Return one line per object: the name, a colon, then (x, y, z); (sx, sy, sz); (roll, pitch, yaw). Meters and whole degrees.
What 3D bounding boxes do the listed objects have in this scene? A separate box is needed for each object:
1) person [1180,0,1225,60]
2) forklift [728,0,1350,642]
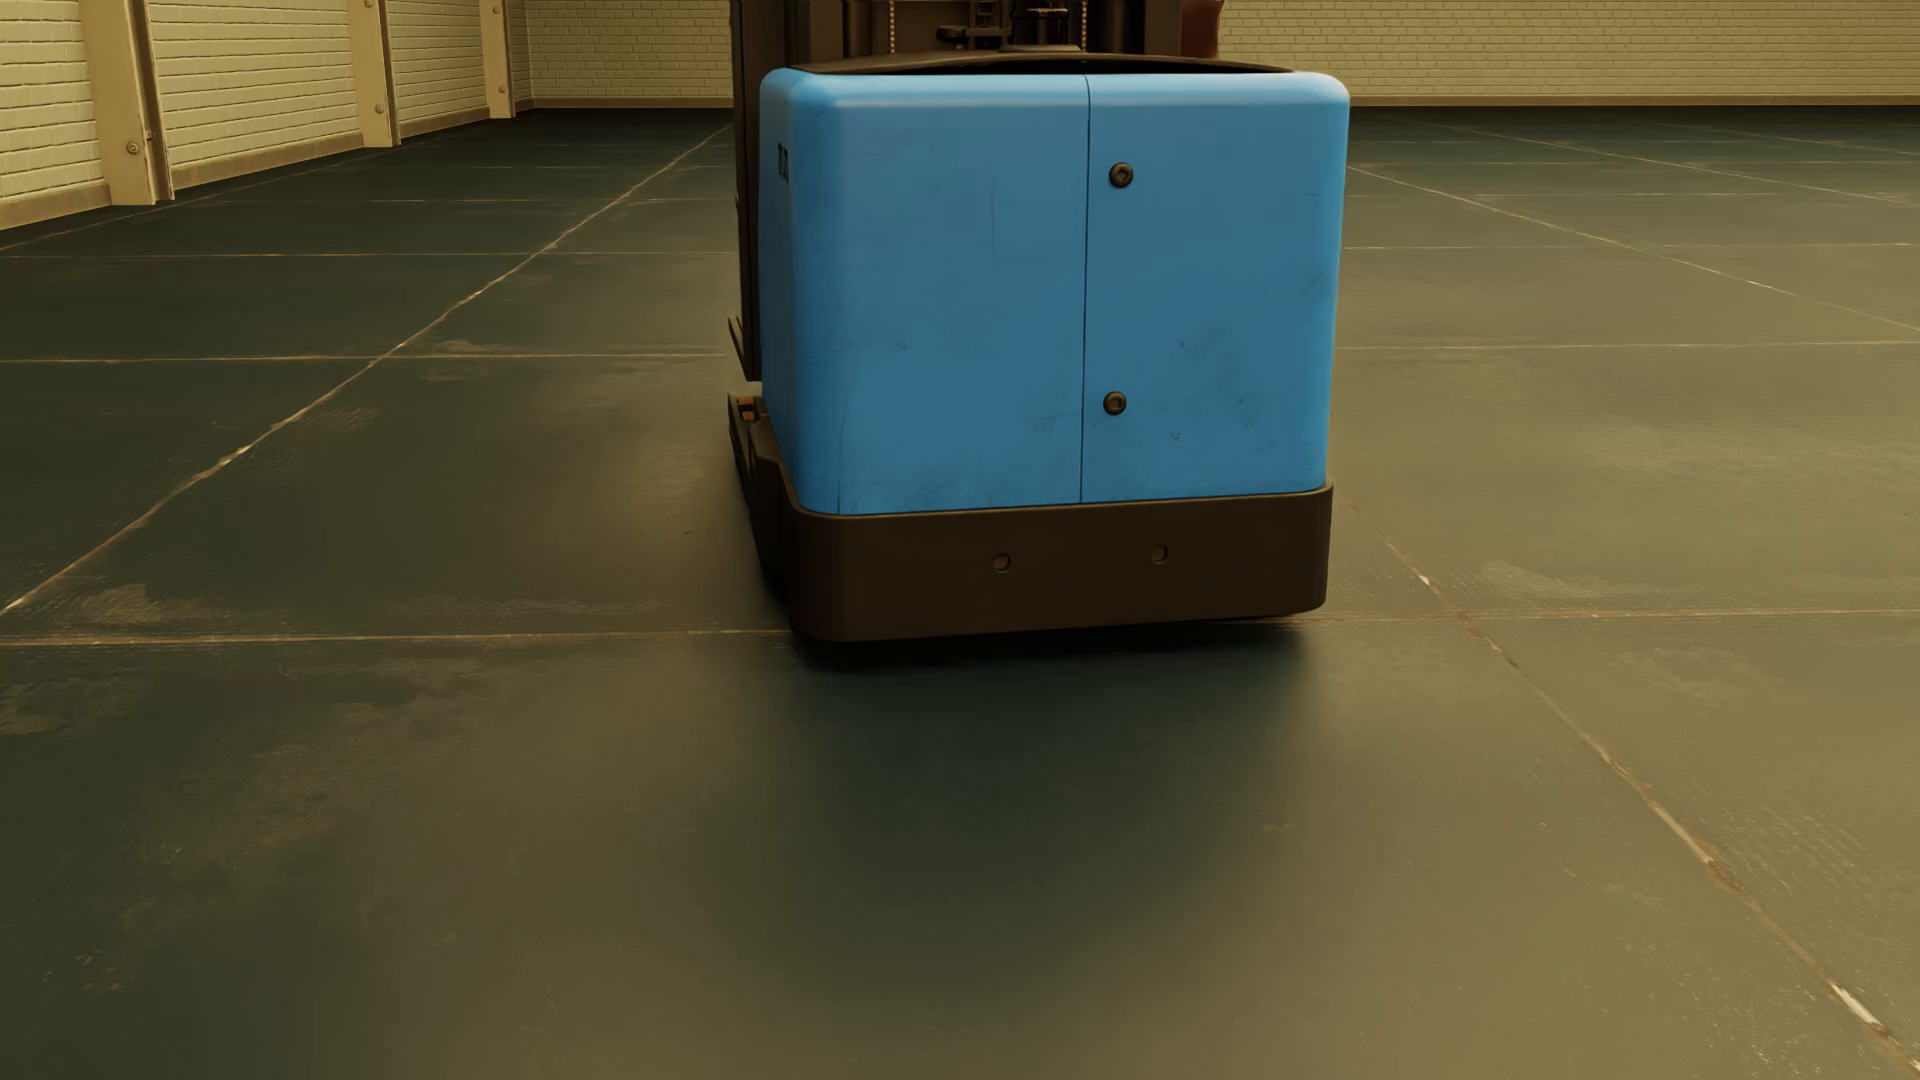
person: (0.413, -1.264, 5.370); (1.046, 1.471, 1.022); (9, 19, 27)
forklift: (-0.051, -1.602, 4.145); (1.130, 2.935, 3.031); (-3, 17, -10)
